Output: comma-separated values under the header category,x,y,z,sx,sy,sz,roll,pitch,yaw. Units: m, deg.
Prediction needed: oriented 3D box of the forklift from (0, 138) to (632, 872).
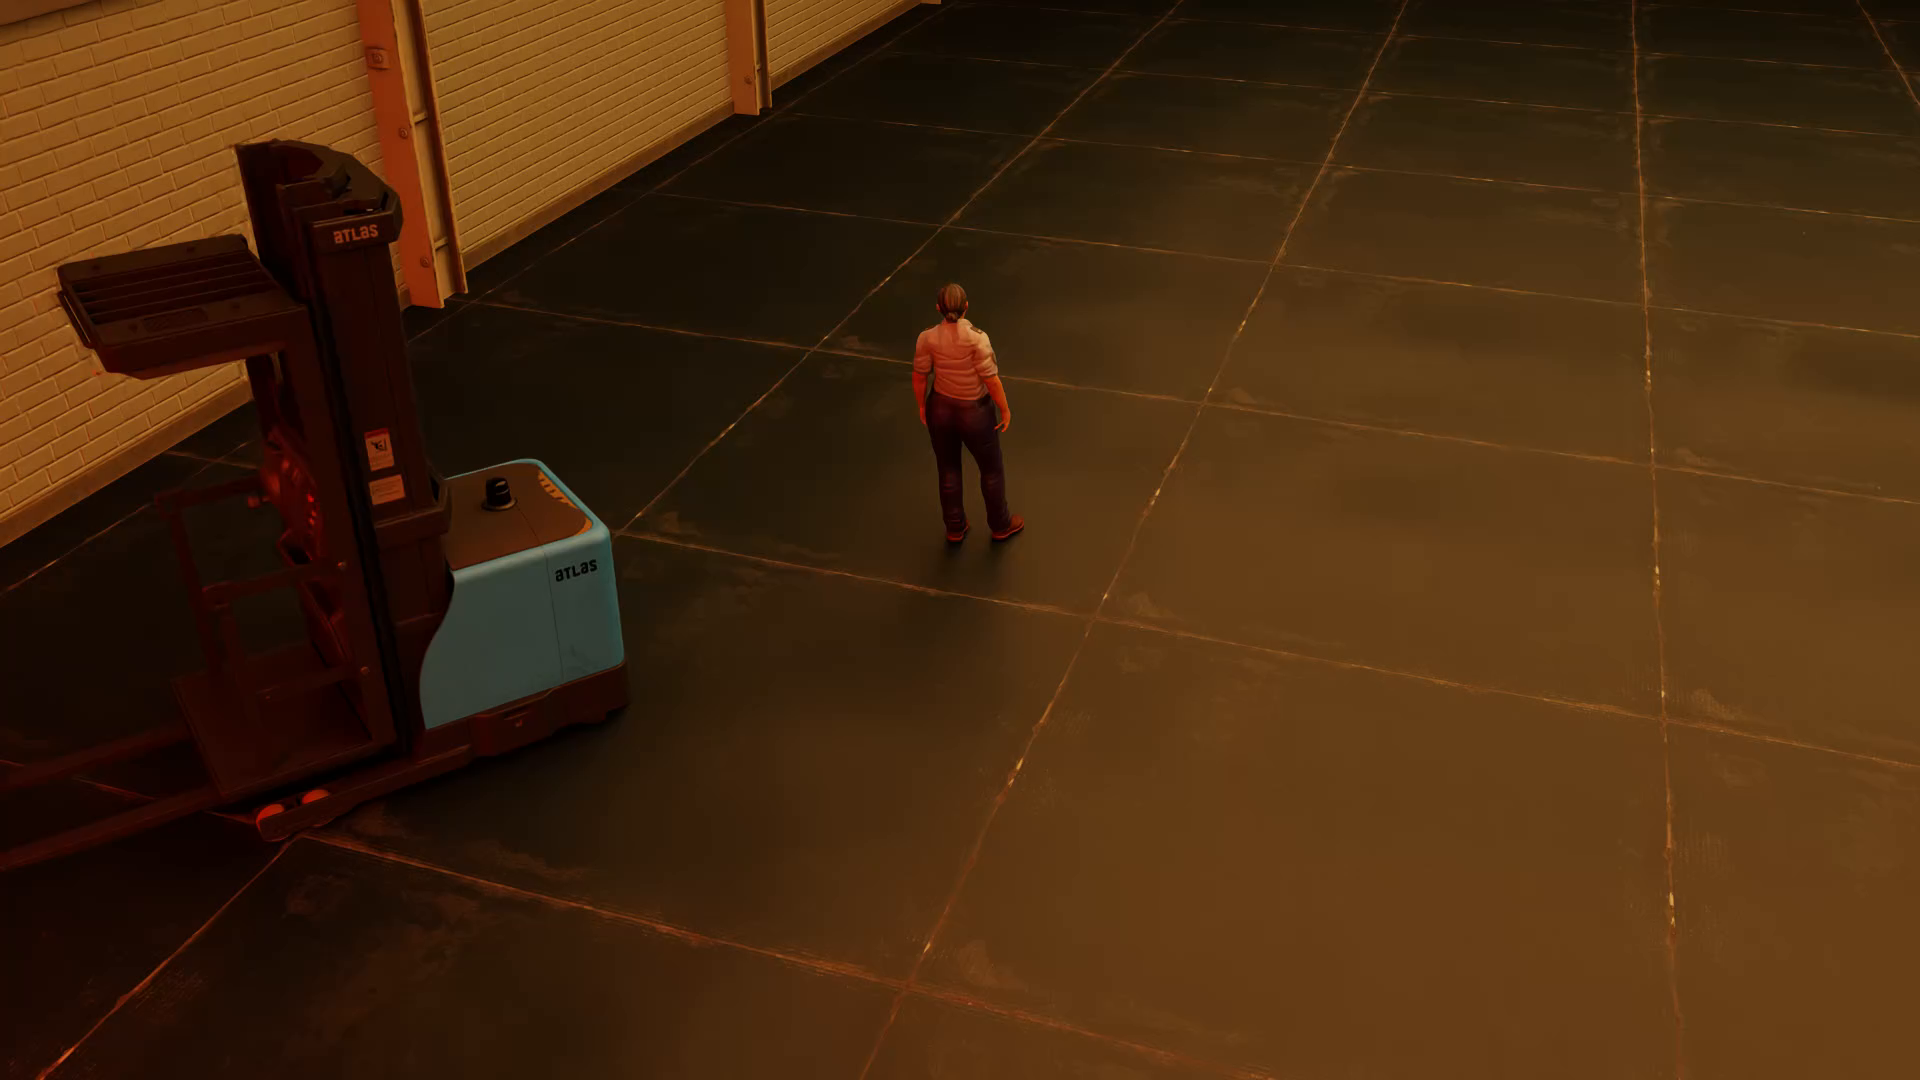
category,x,y,z,sx,sy,sz,roll,pitch,yaw
forklift,-3.193,-0.185,7.462,3.031,2.935,1.130,-18,34,-29

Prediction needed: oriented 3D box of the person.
category,x,y,z,sx,sy,sz,roll,pitch,yaw
person,0.051,-0.760,9.752,0.598,1.651,0.502,10,31,16
